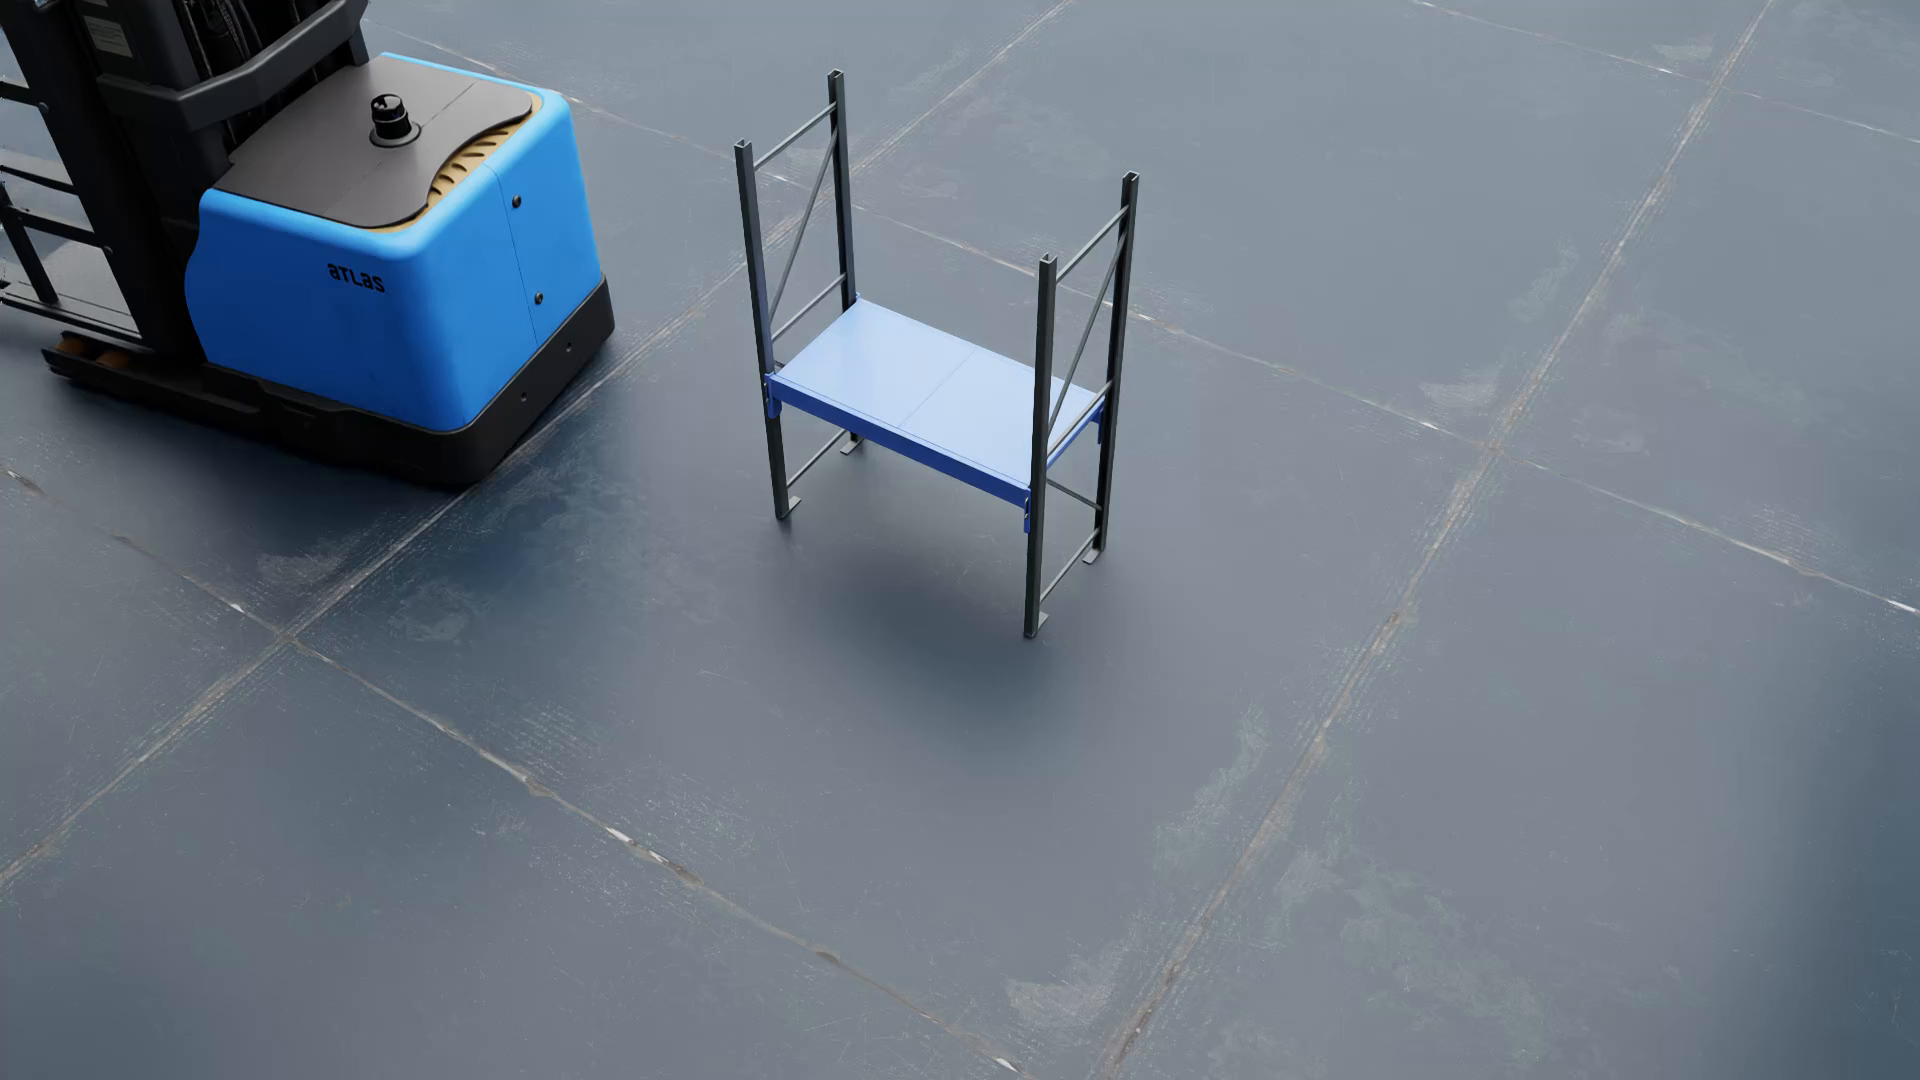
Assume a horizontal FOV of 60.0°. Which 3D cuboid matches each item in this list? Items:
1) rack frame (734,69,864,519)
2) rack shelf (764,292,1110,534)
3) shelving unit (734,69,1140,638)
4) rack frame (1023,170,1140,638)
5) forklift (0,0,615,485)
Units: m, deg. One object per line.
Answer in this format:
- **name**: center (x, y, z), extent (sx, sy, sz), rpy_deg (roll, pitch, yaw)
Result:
- **rack frame**: center (-0.500, -0.753, 5.435), extent (0.032, 1.500, 0.500), rpy_deg (25, 51, 22)
- **rack shelf**: center (-0.072, -0.430, 5.373), extent (1.000, 0.185, 0.538), rpy_deg (25, 51, 22)
- **shelving unit**: center (-0.072, -0.556, 5.244), extent (1.048, 1.500, 0.538), rpy_deg (25, 51, 22)
- **rack frame**: center (0.356, -0.359, 5.053), extent (0.032, 1.500, 0.500), rpy_deg (25, 51, 22)
- **forklift**: center (-2.906, -1.903, 5.556), extent (3.031, 2.935, 1.130), rpy_deg (17, 48, 15)
